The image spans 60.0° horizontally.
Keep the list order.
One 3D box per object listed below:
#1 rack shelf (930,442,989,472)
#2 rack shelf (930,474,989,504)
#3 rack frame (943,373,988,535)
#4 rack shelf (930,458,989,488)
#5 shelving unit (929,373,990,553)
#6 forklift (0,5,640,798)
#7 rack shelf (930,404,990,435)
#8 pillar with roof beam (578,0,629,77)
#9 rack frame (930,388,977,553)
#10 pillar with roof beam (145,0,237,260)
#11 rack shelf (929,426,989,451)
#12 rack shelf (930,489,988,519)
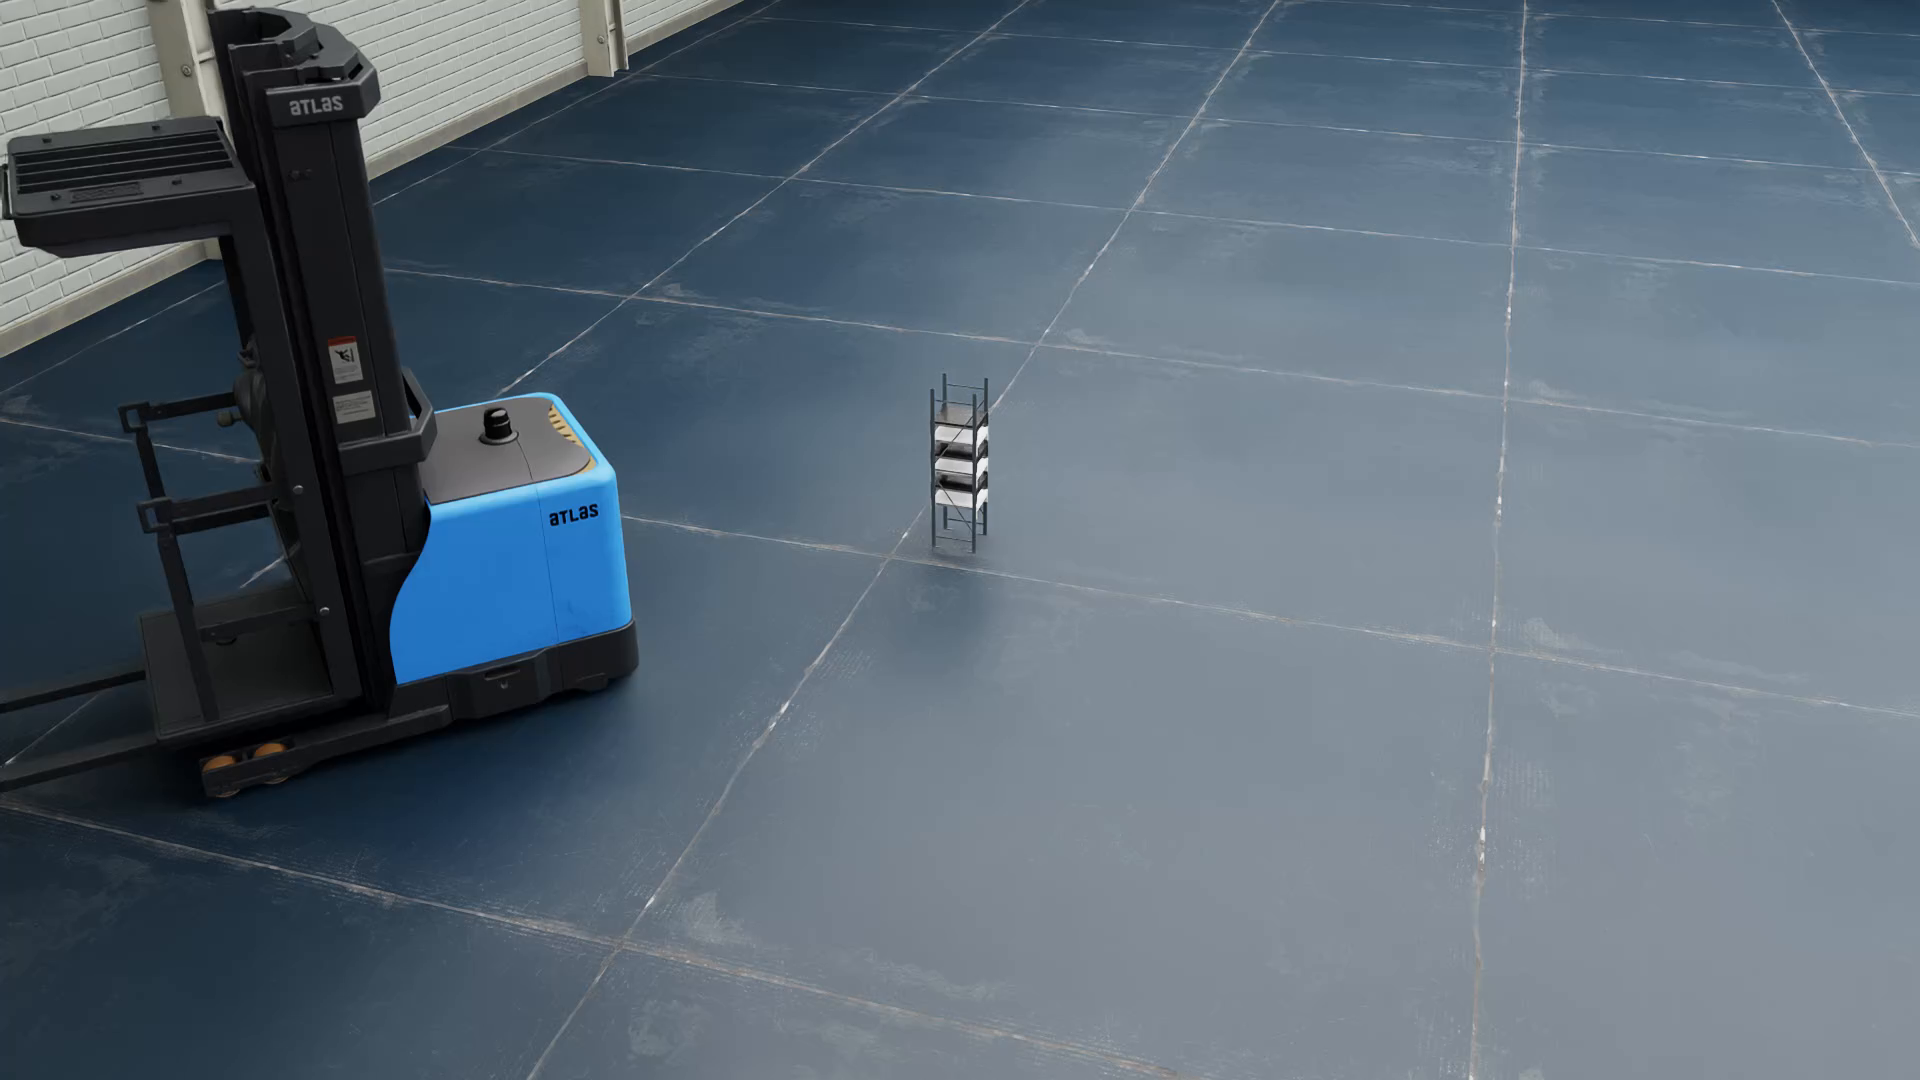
[{"bbox_3d":[-0.002,-0.439,8.497,0.258,0.077,0.200,8,30,15],"label":"rack shelf"},{"bbox_3d":[-0.002,-0.282,8.584,0.258,0.077,0.200,8,30,15],"label":"rack shelf"},{"bbox_3d":[0.027,-0.437,8.609,0.240,0.900,0.006,8,30,15],"label":"rack frame"},{"bbox_3d":[-0.002,-0.360,8.541,0.258,0.077,0.200,8,30,15],"label":"rack shelf"},{"bbox_3d":[-0.002,-0.389,8.524,0.258,0.900,0.210,8,30,15],"label":"shelving unit"},{"bbox_3d":[-3.011,-0.516,6.662,3.031,2.935,1.130,-14,32,-24],"label":"forklift"},{"bbox_3d":[-0.002,-0.596,8.409,0.258,0.077,0.200,8,30,15],"label":"rack shelf"},{"bbox_3d":[0.356,-8.311,14.433,9.100,9.000,0.400,8,30,15],"label":"pillar with roof beam"},{"bbox_3d":[-0.032,-0.342,8.440,0.240,0.900,0.006,8,30,15],"label":"rack frame"},{"bbox_3d":[-1.405,-5.522,9.420,9.100,9.000,0.400,8,30,15],"label":"pillar with roof beam"},{"bbox_3d":[-0.002,-0.518,8.453,0.258,0.077,0.200,8,30,15],"label":"rack shelf"},{"bbox_3d":[-0.002,-0.203,8.628,0.258,0.077,0.200,8,30,15],"label":"rack shelf"}]
